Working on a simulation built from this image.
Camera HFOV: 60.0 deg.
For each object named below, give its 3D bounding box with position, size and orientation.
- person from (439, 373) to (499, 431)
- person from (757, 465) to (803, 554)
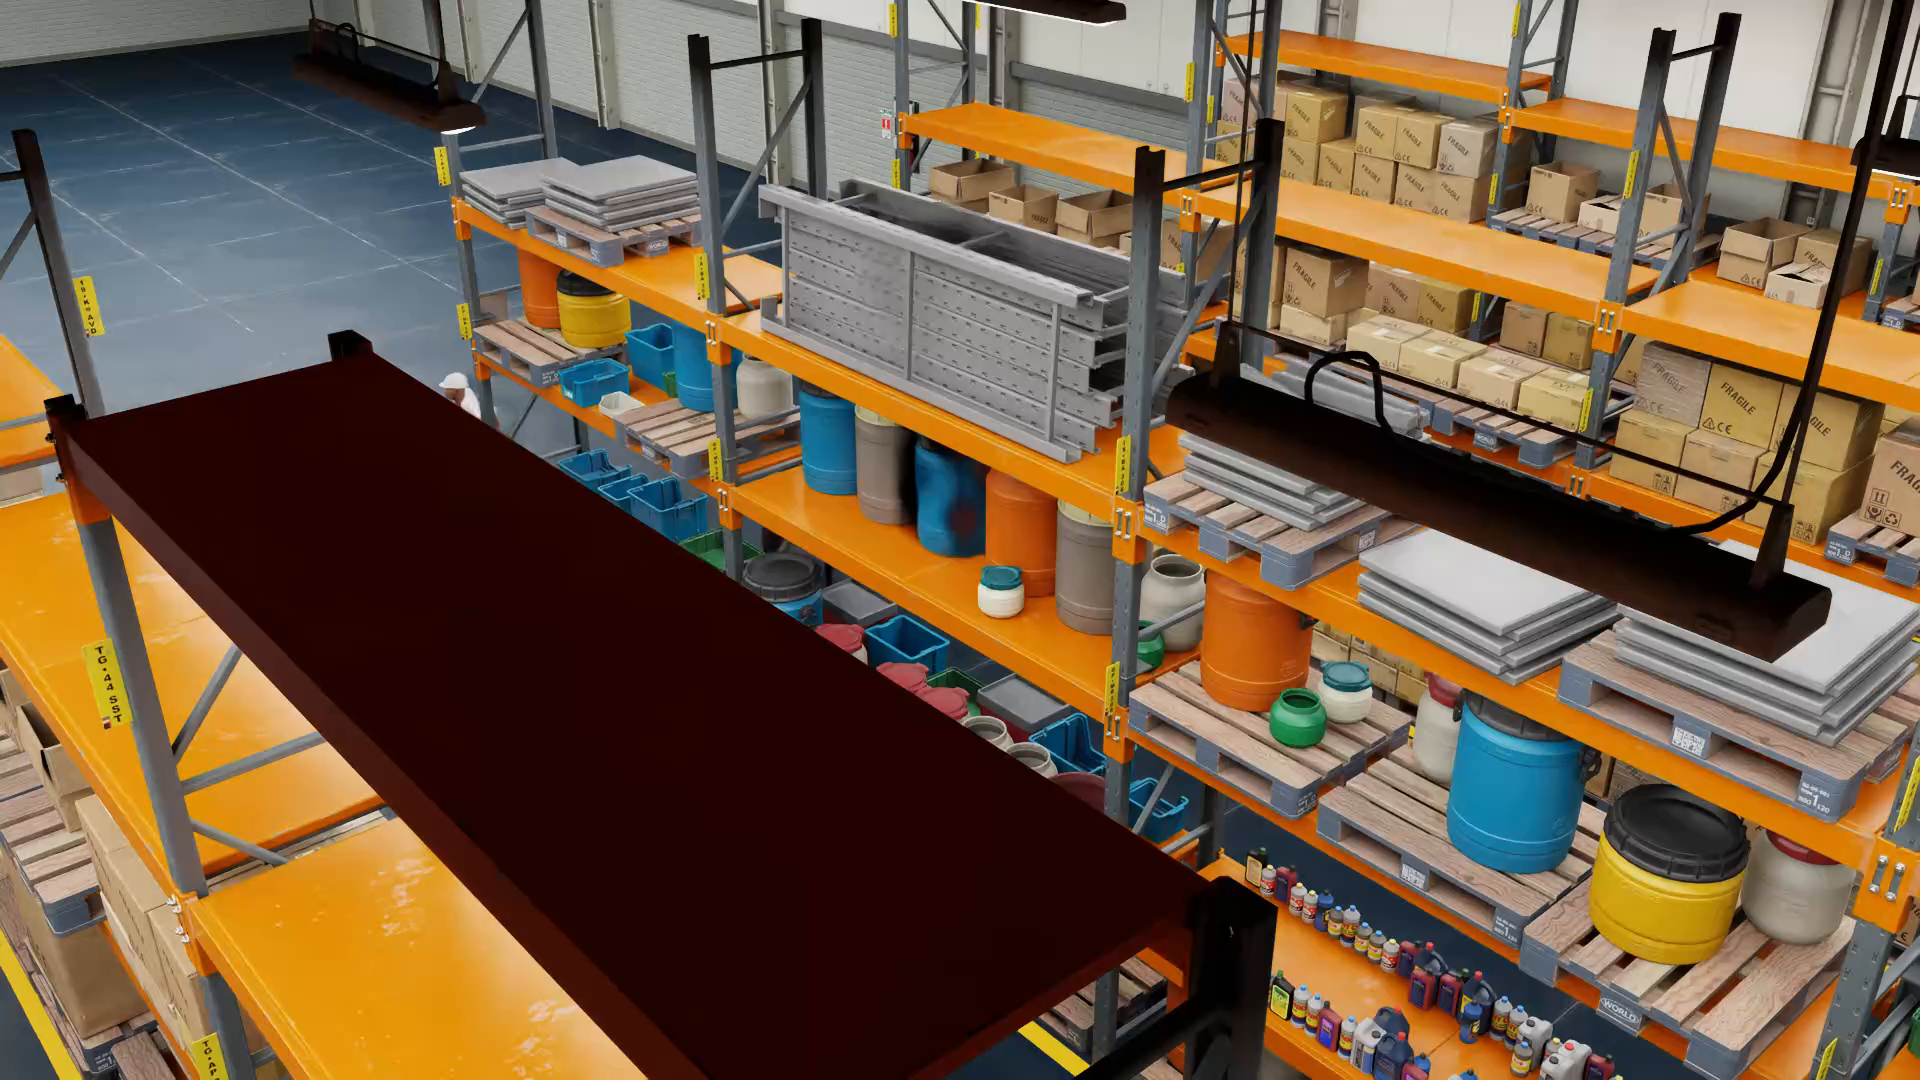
[{"bbox_3d":[-5.012,-0.970,17.577,1.113,1.760,0.685,-7,28,-13],"label":"person"},{"bbox_3d":[-1.696,-0.242,16.235,0.556,1.663,0.657,13,30,23],"label":"person"}]
